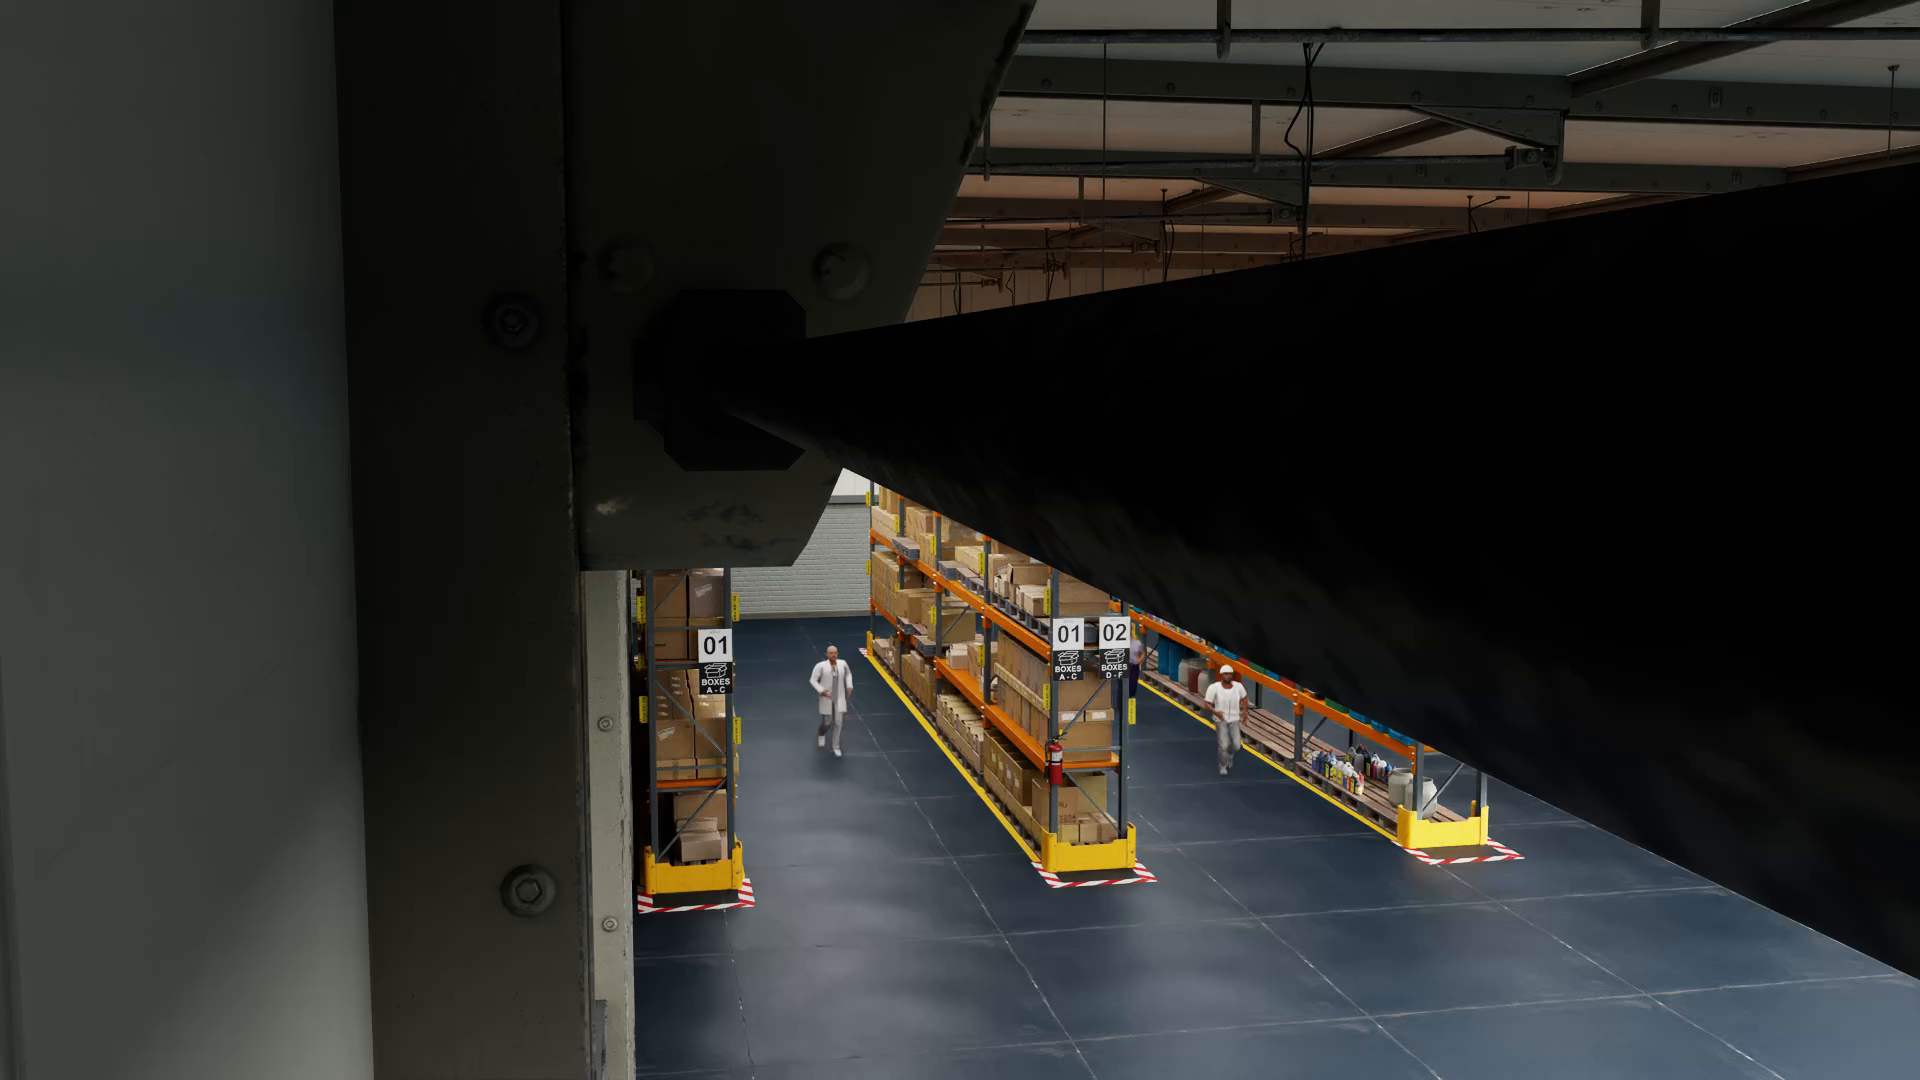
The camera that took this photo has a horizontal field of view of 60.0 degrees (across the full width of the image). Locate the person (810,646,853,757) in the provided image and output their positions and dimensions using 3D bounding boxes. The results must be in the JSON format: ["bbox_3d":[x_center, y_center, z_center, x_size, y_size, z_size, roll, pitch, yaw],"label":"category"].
[{"bbox_3d":[-2.101,2.612,27.293,0.737,1.775,0.836,-2,6,-20],"label":"person"}]

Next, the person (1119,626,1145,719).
[{"bbox_3d":[3.056,2.369,30.094,0.617,1.649,0.818,-1,6,-12],"label":"person"}]

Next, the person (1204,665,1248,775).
[{"bbox_3d":[4.140,2.782,25.721,0.731,1.718,0.597,-1,6,-9],"label":"person"}]
